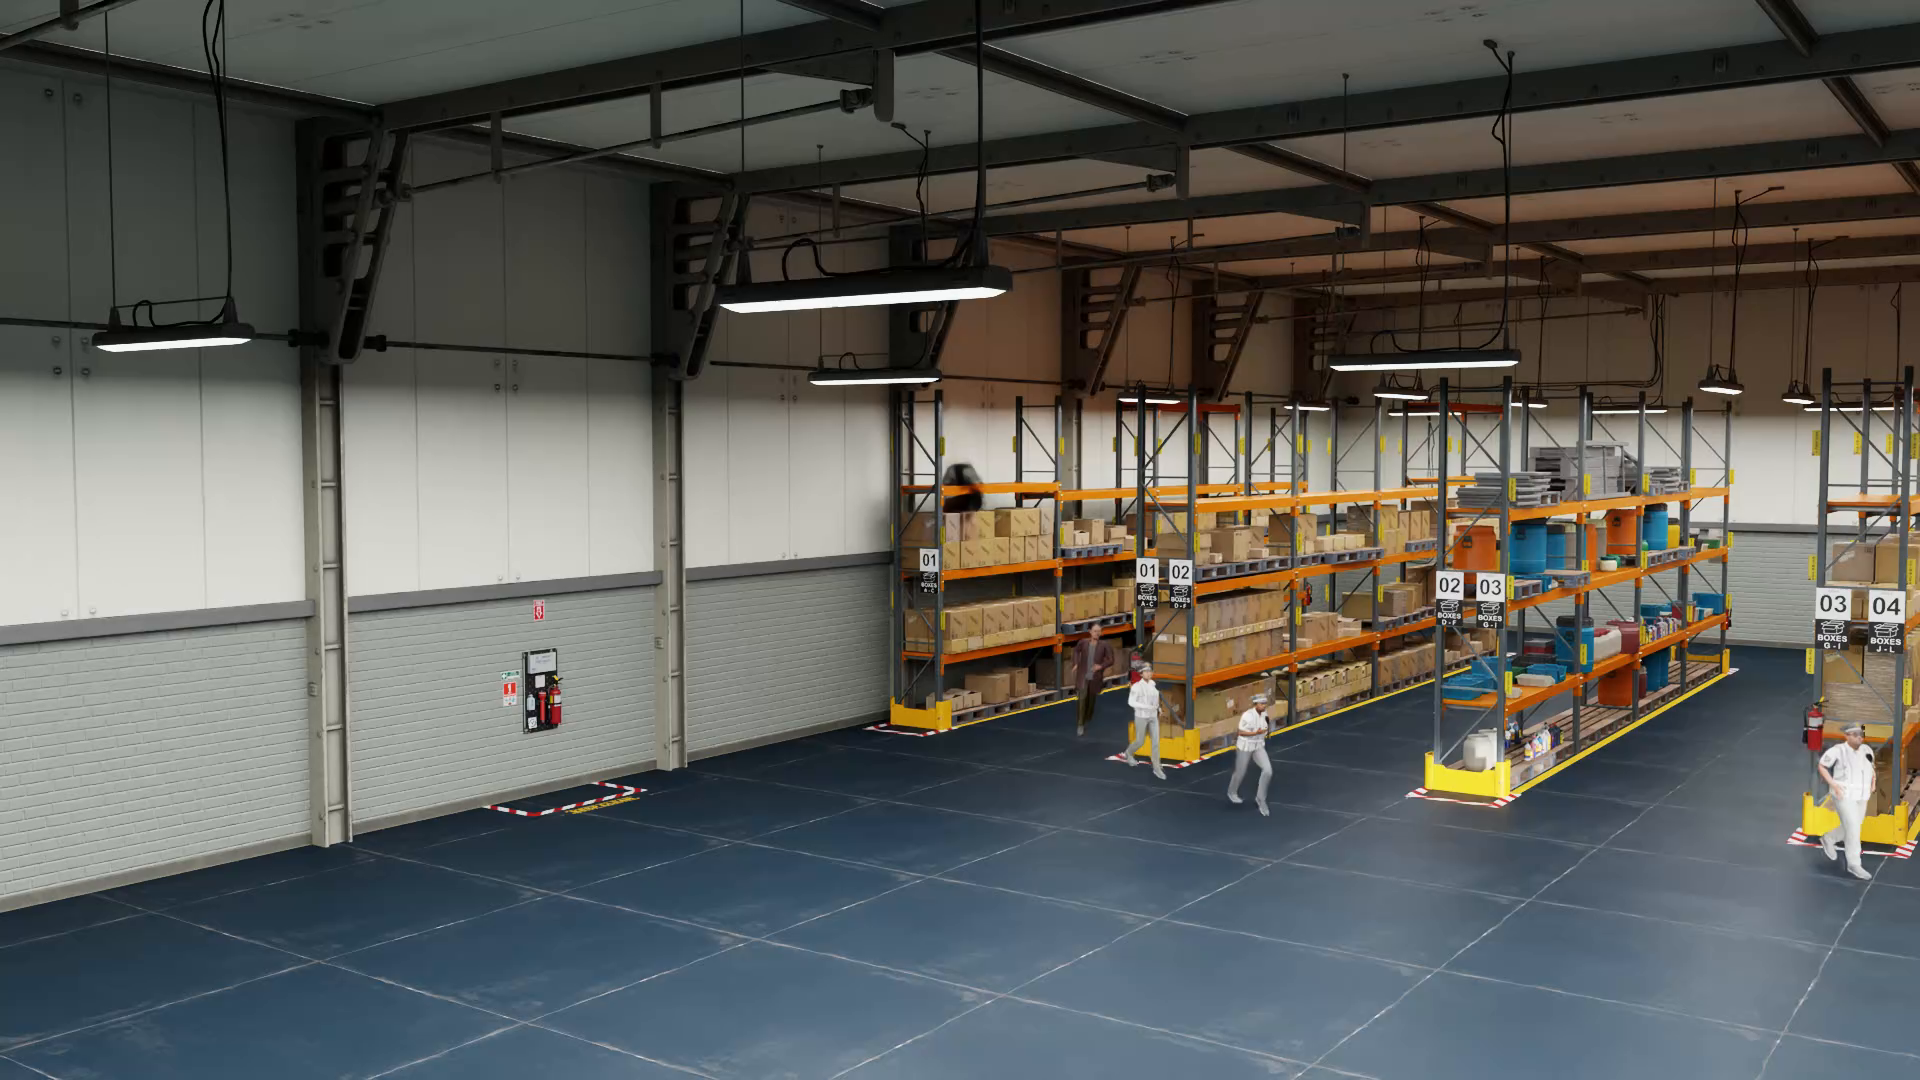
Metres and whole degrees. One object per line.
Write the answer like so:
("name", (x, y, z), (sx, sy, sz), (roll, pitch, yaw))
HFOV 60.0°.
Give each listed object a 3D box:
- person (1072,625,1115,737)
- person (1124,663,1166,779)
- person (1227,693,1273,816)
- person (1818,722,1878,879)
("person", (2.195, 2.298, 27.473), (0.714, 1.804, 0.851), (0, 3, 8))
("person", (2.779, 2.672, 24.888), (0.630, 1.698, 0.932), (-2, 4, -27))
("person", (3.972, 2.897, 22.835), (0.569, 1.687, 0.918), (-1, 3, -22))
("person", (10.457, 3.003, 19.544), (0.657, 1.781, 0.854), (-1, 3, -12))
